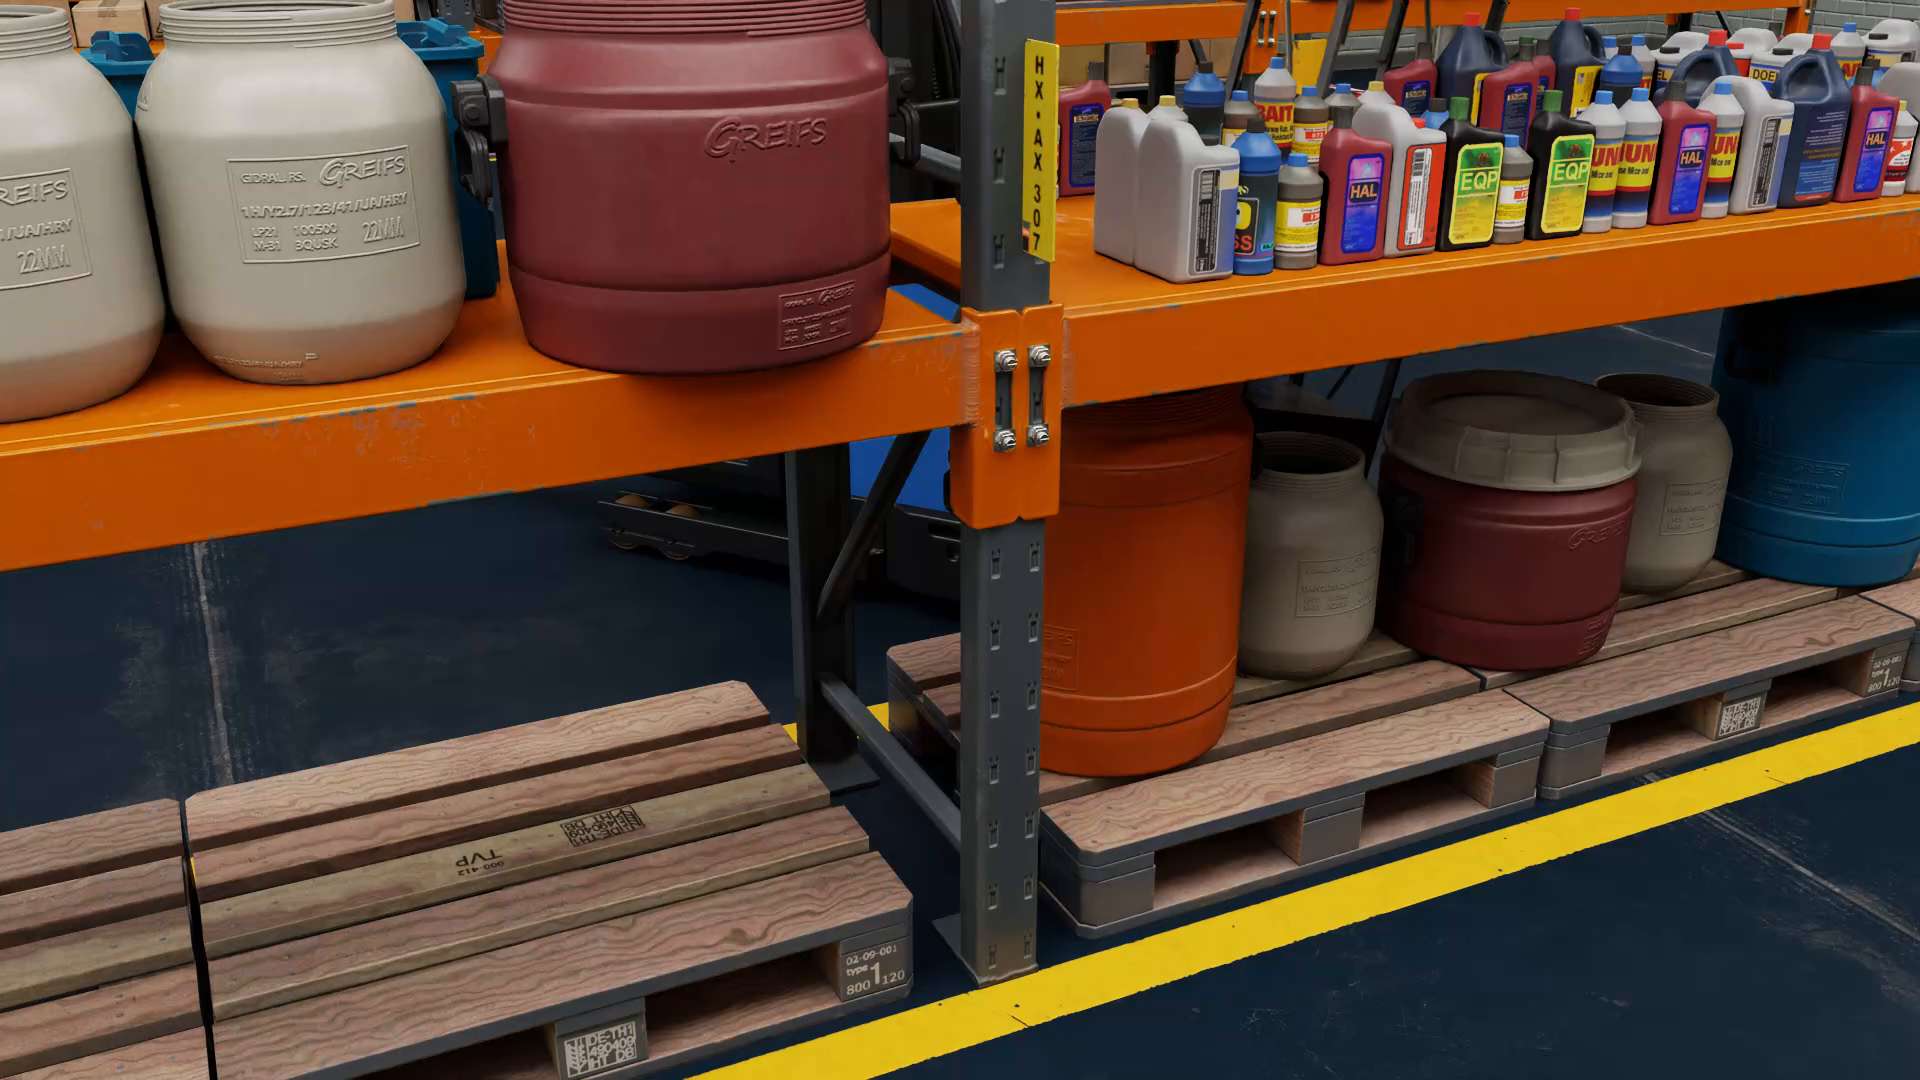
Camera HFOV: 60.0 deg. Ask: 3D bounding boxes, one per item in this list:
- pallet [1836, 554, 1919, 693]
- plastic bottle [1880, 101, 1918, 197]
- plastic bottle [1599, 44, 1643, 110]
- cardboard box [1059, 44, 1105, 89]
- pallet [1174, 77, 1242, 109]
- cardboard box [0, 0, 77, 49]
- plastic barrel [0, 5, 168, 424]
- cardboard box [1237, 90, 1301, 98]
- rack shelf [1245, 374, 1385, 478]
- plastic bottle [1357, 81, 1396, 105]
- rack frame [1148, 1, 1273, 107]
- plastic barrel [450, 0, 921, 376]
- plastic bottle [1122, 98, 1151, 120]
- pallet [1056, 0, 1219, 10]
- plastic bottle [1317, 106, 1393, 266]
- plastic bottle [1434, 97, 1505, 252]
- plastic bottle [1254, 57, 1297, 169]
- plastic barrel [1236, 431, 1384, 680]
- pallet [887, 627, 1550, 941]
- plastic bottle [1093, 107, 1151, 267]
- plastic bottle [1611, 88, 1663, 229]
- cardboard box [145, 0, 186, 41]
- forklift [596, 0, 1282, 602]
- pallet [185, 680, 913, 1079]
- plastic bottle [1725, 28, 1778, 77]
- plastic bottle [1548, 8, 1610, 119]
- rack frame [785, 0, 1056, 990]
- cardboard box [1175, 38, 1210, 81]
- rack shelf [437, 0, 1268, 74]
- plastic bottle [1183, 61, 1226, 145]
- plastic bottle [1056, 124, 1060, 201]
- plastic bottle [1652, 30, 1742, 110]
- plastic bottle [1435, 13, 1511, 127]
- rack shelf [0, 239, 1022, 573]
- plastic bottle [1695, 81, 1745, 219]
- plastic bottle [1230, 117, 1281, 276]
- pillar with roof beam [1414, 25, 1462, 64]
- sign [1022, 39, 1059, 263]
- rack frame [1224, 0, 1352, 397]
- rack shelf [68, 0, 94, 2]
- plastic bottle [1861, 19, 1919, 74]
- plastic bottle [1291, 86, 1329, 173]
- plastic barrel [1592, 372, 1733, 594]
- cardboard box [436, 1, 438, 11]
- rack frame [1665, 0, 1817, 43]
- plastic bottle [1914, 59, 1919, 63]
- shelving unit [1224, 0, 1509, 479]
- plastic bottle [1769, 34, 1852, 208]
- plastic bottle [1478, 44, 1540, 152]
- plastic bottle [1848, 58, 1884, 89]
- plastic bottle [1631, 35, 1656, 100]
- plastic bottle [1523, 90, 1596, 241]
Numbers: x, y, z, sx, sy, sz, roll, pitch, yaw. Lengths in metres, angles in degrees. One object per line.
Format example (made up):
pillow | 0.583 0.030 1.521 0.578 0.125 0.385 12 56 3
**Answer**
pallet | 2.769 0.029 4.904 1.213 0.211 1.003 -10 25 -24
plastic bottle | 2.061 -0.871 3.692 0.097 0.201 0.097 0 22 0
plastic bottle | 1.627 -1.084 4.116 0.097 0.271 0.097 0 22 0
cardboard box | 0.821 -4.082 13.908 0.500 0.500 0.700 -10 24 -22
pallet | 2.103 -4.003 14.644 1.213 0.211 1.003 -10 25 -24
cardboard box | -3.772 -2.180 6.463 0.500 0.500 0.500 -12 25 -26
plastic barrel | -1.336 -0.447 2.262 0.421 0.512 0.421 0 22 0
cardboard box | 1.728 -2.321 9.629 0.500 0.500 0.500 -10 25 -24
rack shelf | 0.801 -0.194 4.638 0.480 0.518 0.431 3 19 -29
plastic bottle | 0.991 -0.996 3.995 0.097 0.201 0.097 0 22 0
rack frame | 1.337 -3.081 8.771 0.127 3.000 1.000 -10 25 -24
plastic barrel | -0.409 -0.591 2.578 0.708 0.536 0.600 -10 25 -24
plastic bottle | 0.377 -0.883 3.721 0.097 0.201 0.097 0 22 0
pallet | 0.570 -2.897 8.578 1.213 0.211 1.003 -10 25 -24
plastic bottle | 0.724 -0.655 3.063 0.133 0.283 0.061 -10 25 -24
plastic bottle | 0.966 -0.699 3.170 0.133 0.283 0.061 -10 25 -24
plastic bottle | 0.728 -0.980 3.864 0.097 0.271 0.097 0 22 0
plastic barrel | 0.782 0.034 3.949 0.421 0.512 0.421 0 22 0
pallet | 0.570 0.434 3.927 1.213 0.211 1.003 -10 25 -24
plastic bottle | 0.342 -0.665 3.097 0.135 0.276 0.152 -10 25 -24
plastic bottle | 1.357 -0.774 3.366 0.097 0.271 0.097 0 22 0
cardboard box | -3.157 -2.295 6.988 0.500 0.311 0.500 -11 25 -24
forklift | -0.559 -1.460 4.945 3.031 2.935 1.130 11 25 24
pallet | -0.837 0.694 3.298 1.213 0.211 1.003 -10 25 -24
plastic bottle | 2.066 -1.217 4.430 0.135 0.276 0.152 -10 25 -24
plastic bottle | 1.536 -1.155 4.184 0.185 0.351 0.144 -10 25 -24
rack frame | -0.122 -0.710 3.043 0.127 3.000 1.000 -10 25 -24
cardboard box | 1.752 -4.256 14.330 0.500 0.500 0.700 -11 25 -24
rack shelf | -0.465 -2.417 8.107 4.000 0.370 1.077 -10 25 -24
plastic bottle | 0.553 -0.948 3.786 0.097 0.271 0.097 0 22 0
plastic bottle | 0.169 -0.845 3.629 0.097 0.201 0.097 0 22 0
plastic bottle | 1.616 -0.933 3.646 0.185 0.351 0.144 -10 25 -24
plastic bottle | 1.249 -1.103 4.056 0.185 0.351 0.144 -10 25 -24
rack shelf | -1.924 -0.046 2.379 4.000 0.370 1.077 -10 25 -24
plastic bottle | 1.565 -0.812 3.458 0.097 0.271 0.097 0 22 0
plastic bottle | 0.525 -0.620 2.995 0.097 0.271 0.097 0 22 0
pillar with roof beam | 6.715 -7.485 11.567 0.400 9.000 9.100 -10 25 -24
sign | 0.123 -0.597 2.556 0.005 0.325 0.100 -10 25 -24
rack frame | 0.739 -0.874 4.316 0.015 2.100 0.400 3 19 -29
rack shelf | -6.221 -3.460 10.627 4.000 0.370 1.077 -10 25 -24
plastic bottle | 2.570 -1.310 4.654 0.135 0.276 0.152 -10 25 -24
plastic bottle | 0.816 -0.964 3.917 0.097 0.201 0.097 0 22 0
plastic barrel | 1.799 -0.153 4.402 0.421 0.512 0.421 0 22 0
cardboard box | -3.699 -3.401 11.807 0.750 0.750 0.750 -11 25 -24
rack frame | 4.942 -3.744 10.374 0.127 3.000 1.000 -10 25 -24
plastic bottle | 2.641 -1.235 4.572 0.097 0.201 0.097 0 22 0
shelving unit | 0.951 -0.862 4.435 0.503 2.100 0.431 3 19 -29
plastic bottle | 1.803 -0.902 3.573 0.185 0.351 0.144 -10 25 -24
plastic bottle | 1.316 -1.041 3.994 0.133 0.283 0.061 -10 25 -24
plastic bottle | 2.083 -0.972 3.844 0.097 0.271 0.097 0 22 0
plastic bottle | 1.740 -1.166 4.314 0.097 0.271 0.097 0 22 0
plastic bottle | 1.174 -0.738 3.263 0.133 0.283 0.061 -10 25 -24
